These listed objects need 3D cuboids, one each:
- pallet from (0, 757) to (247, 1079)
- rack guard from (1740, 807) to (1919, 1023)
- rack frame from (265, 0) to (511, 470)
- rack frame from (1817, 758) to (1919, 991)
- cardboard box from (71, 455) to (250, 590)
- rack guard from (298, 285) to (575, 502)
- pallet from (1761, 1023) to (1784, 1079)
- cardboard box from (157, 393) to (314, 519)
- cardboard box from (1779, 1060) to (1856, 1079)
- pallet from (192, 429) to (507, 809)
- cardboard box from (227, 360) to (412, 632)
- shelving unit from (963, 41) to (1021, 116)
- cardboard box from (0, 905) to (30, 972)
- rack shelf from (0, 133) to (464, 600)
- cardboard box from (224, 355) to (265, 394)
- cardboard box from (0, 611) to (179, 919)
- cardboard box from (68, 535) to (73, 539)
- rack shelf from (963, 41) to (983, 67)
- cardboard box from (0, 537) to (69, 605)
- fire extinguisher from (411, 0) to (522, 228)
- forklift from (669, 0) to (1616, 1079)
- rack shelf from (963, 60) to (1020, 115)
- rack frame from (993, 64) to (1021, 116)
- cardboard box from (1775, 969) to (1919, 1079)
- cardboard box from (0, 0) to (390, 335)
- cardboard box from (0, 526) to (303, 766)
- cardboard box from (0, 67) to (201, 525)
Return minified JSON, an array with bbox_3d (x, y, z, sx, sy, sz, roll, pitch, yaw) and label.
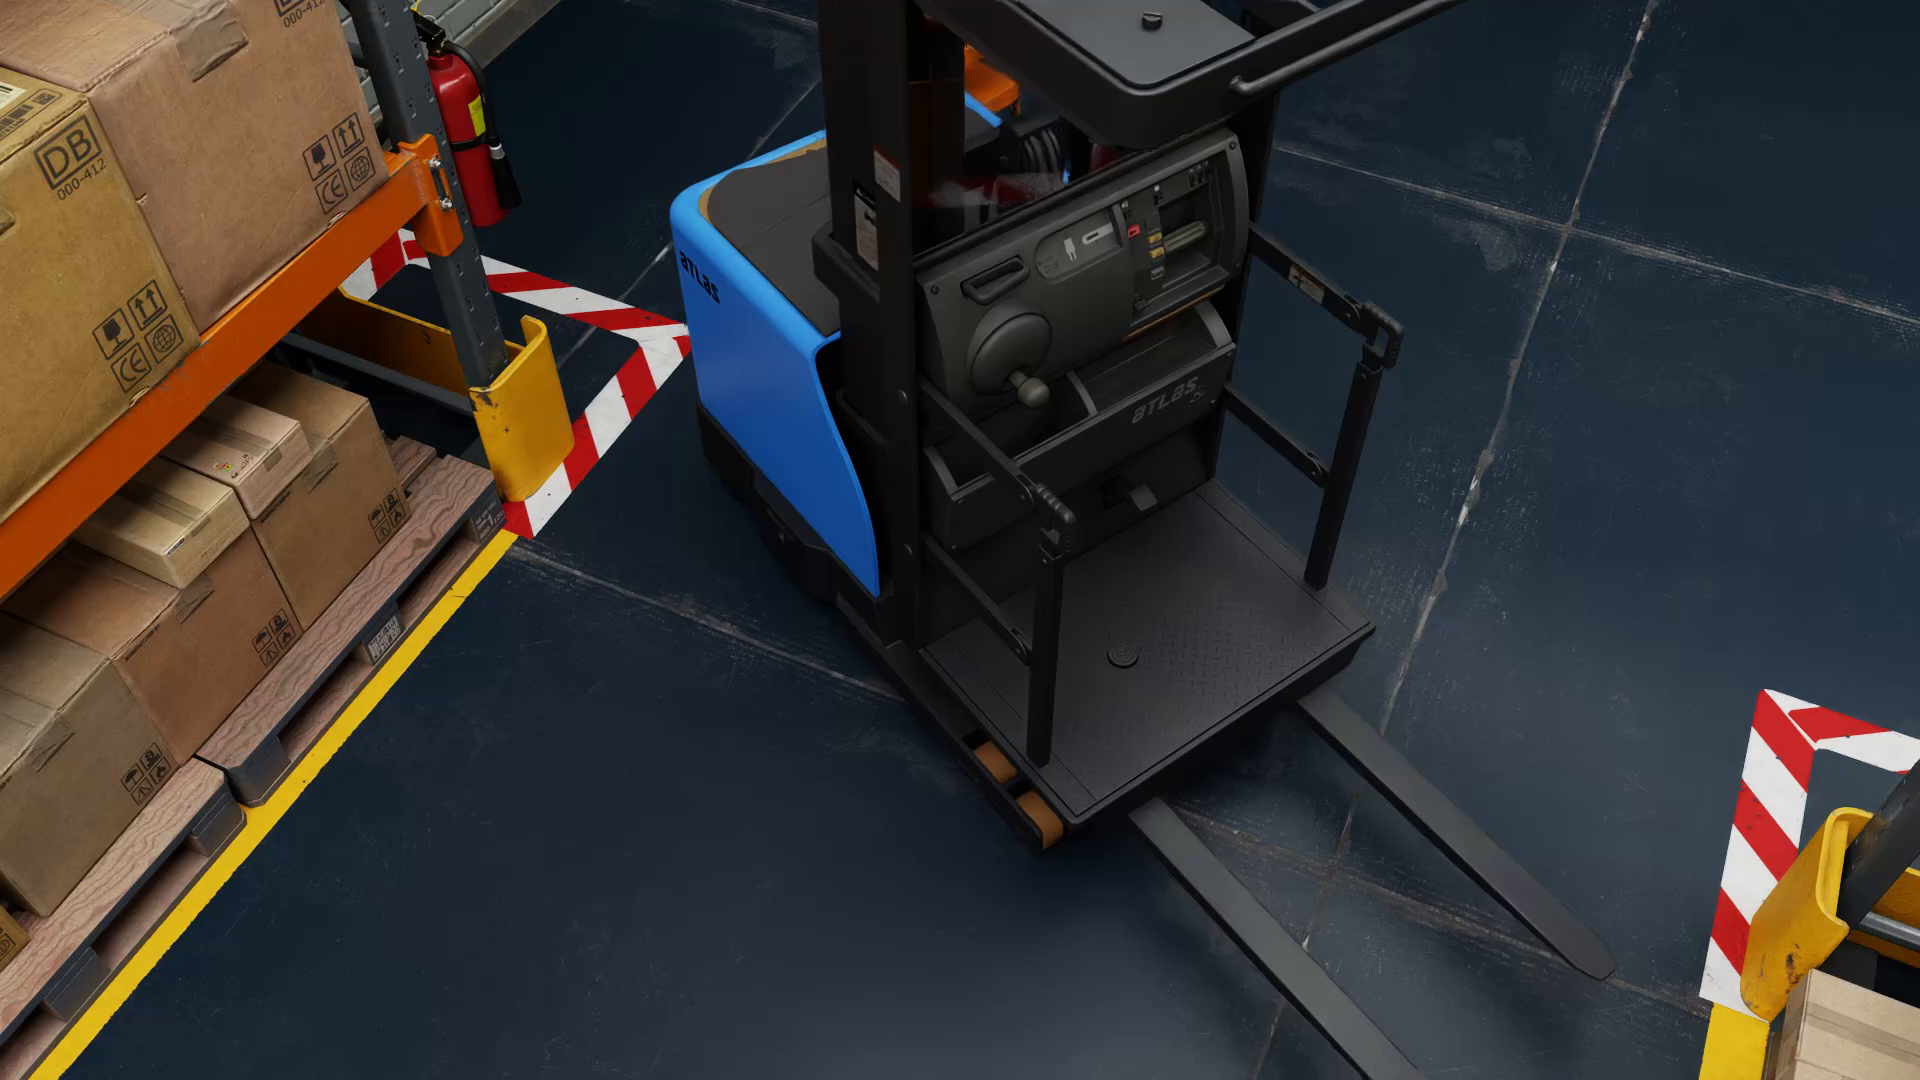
[{"bbox_3d":[-2.662,0.948,4.305,1.003,0.211,1.213,20,52,16],"label":"pallet"},{"bbox_3d":[2.579,1.103,3.983,1.175,0.500,0.348,20,52,16],"label":"rack guard"},{"bbox_3d":[-1.869,-1.368,4.445,1.000,3.000,0.127,20,52,16],"label":"rack frame"},{"bbox_3d":[2.611,0.241,3.076,1.000,3.000,0.127,20,52,16],"label":"rack frame"},{"bbox_3d":[-2.076,-0.066,4.276,0.380,0.149,0.250,21,53,17],"label":"cardboard box"},{"bbox_3d":[-1.859,-0.575,5.411,1.175,0.500,0.348,20,52,16],"label":"rack guard"},{"bbox_3d":[2.239,1.746,3.626,1.003,0.211,1.213,20,52,16],"label":"pallet"},{"bbox_3d":[-1.968,-0.242,4.426,0.380,0.149,0.250,19,52,16],"label":"cardboard box"},{"bbox_3d":[2.015,1.365,3.690,0.380,0.166,0.250,20,52,16],"label":"cardboard box"},{"bbox_3d":[-2.140,0.111,5.017,1.003,0.211,1.213,20,52,16],"label":"pallet"},{"bbox_3d":[-2.078,-0.180,4.799,0.700,0.500,0.500,20,52,16],"label":"cardboard box"},{"bbox_3d":[-0.063,-1.297,5.566,0.503,1.200,0.258,-37,59,-27],"label":"shelving unit"},{"bbox_3d":[-2.727,0.881,3.897,0.700,0.500,0.500,21,53,17],"label":"cardboard box"},{"bbox_3d":[-2.724,0.242,3.547,1.077,0.370,4.000,20,52,16],"label":"rack shelf"},{"bbox_3d":[-2.205,-0.541,4.681,0.380,0.149,0.250,20,53,16],"label":"cardboard box"},{"bbox_3d":[-2.506,0.511,4.211,0.700,0.500,0.500,18,52,15],"label":"cardboard box"},{"bbox_3d":[-2.421,-0.192,4.384,0.380,0.149,0.250,20,52,16],"label":"cardboard box"},{"bbox_3d":[-0.063,-1.552,5.267,0.480,0.148,0.258,-37,59,-27],"label":"rack shelf"},{"bbox_3d":[-2.528,-0.020,4.237,0.380,0.149,0.250,20,53,16],"label":"cardboard box"},{"bbox_3d":[-1.387,-1.176,4.577,0.296,0.674,0.183,20,52,16],"label":"fire extinguisher"},{"bbox_3d":[0.441,-0.536,3.782,1.130,2.935,3.031,-29,56,-23],"label":"forklift"},{"bbox_3d":[-0.063,-1.399,5.447,0.480,0.148,0.258,-37,59,-27],"label":"rack shelf"},{"bbox_3d":[0.110,-1.428,5.677,0.015,1.200,0.240,-37,59,-27],"label":"rack frame"},{"bbox_3d":[2.122,1.199,3.844,0.380,0.149,0.250,20,52,16],"label":"cardboard box"},{"bbox_3d":[-2.078,-1.111,4.029,0.980,0.700,0.700,22,53,18],"label":"cardboard box"},{"bbox_3d":[-2.291,0.165,4.506,0.700,0.500,0.500,20,52,16],"label":"cardboard box"},{"bbox_3d":[-2.379,-0.607,3.600,0.980,0.700,0.700,19,52,16],"label":"cardboard box"}]
